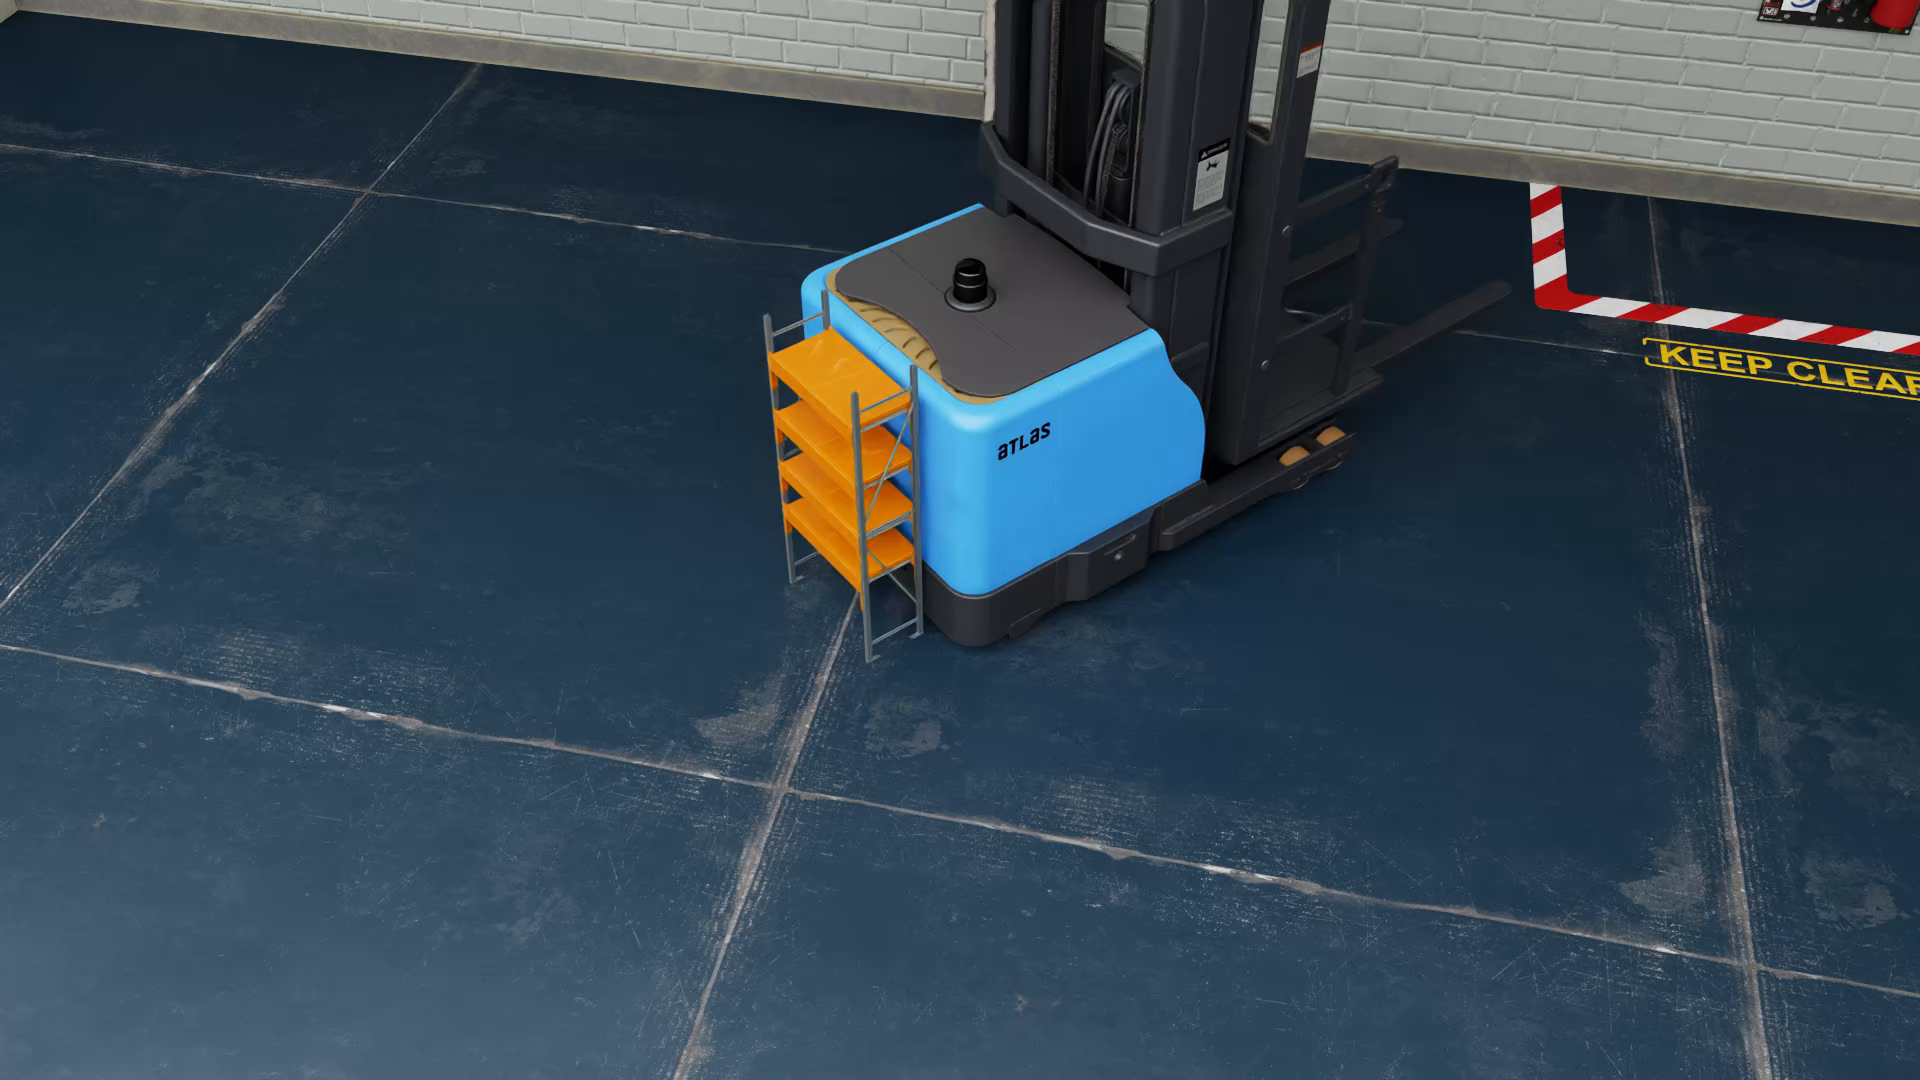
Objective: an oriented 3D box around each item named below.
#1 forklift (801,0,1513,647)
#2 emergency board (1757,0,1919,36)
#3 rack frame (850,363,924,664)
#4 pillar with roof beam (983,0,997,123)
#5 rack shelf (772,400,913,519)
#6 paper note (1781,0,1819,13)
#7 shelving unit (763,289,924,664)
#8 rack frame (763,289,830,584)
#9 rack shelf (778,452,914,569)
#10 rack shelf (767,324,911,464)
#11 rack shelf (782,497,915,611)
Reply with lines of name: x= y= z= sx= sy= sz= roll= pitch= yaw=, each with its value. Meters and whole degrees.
forklift: x=0.930 y=-1.522 z=5.718 sx=3.031 sy=2.935 sz=1.130 roll=-27 pitch=50 yaw=-25
emergency board: x=3.793 y=-2.593 z=6.781 sx=0.643 sy=1.169 sz=0.194 roll=9 pitch=45 yaw=9
rack frame: x=-0.229 y=-0.054 z=5.441 sx=0.240 sy=1.200 sz=0.015 roll=-28 pitch=50 yaw=-26
pillar with roof beam: x=-0.599 y=-2.350 z=2.202 sx=0.400 sy=9.000 sz=9.100 roll=9 pitch=45 yaw=9
rack shelf: x=-0.377 y=-0.302 z=5.473 sx=0.258 sy=0.148 sz=0.480 roll=-28 pitch=50 yaw=-26
paper note: x=3.635 y=-2.349 z=7.163 sx=0.142 sy=0.148 sz=0.016 roll=9 pitch=45 yaw=9
shelving unit: x=-0.377 y=-0.189 z=5.581 sx=0.258 sy=1.200 sz=0.503 roll=-28 pitch=50 yaw=-26
rack frame: x=-0.524 y=-0.324 z=5.721 sx=0.240 sy=1.200 sz=0.015 roll=-28 pitch=50 yaw=-26
rack shelf: x=-0.377 y=-0.140 z=5.628 sx=0.258 sy=0.148 sz=0.480 roll=-28 pitch=50 yaw=-26
rack shelf: x=-0.377 y=-0.472 z=5.309 sx=0.258 sy=0.148 sz=0.480 roll=-28 pitch=50 yaw=-26
rack shelf: x=-0.377 y=0.003 z=5.765 sx=0.258 sy=0.148 sz=0.480 roll=-28 pitch=50 yaw=-26
